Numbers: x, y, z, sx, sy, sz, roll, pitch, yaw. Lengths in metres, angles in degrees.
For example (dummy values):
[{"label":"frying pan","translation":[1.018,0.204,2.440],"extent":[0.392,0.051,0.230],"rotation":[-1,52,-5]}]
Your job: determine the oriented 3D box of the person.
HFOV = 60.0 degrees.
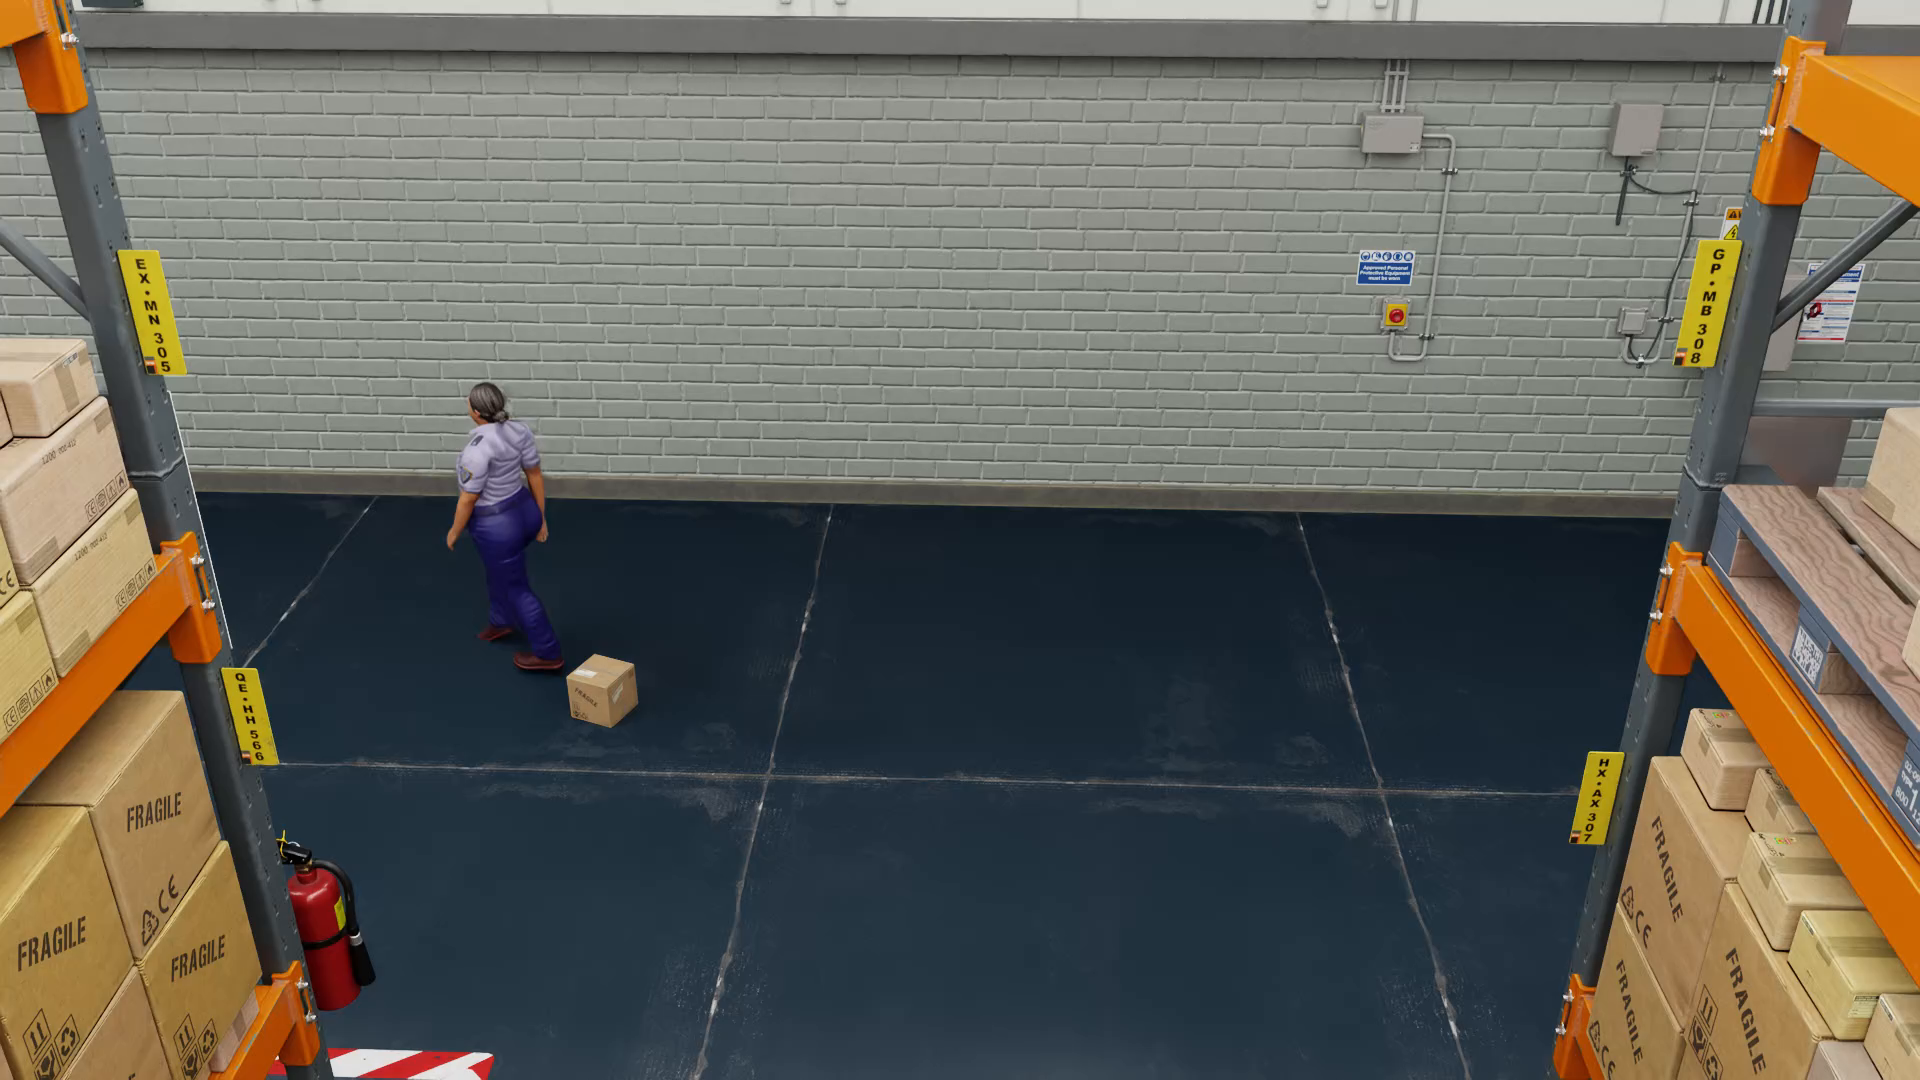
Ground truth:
[{"label":"person","translation":[-2.461,-0.057,8.774],"extent":[0.698,1.691,0.484],"rotation":[11,30,19]}]
